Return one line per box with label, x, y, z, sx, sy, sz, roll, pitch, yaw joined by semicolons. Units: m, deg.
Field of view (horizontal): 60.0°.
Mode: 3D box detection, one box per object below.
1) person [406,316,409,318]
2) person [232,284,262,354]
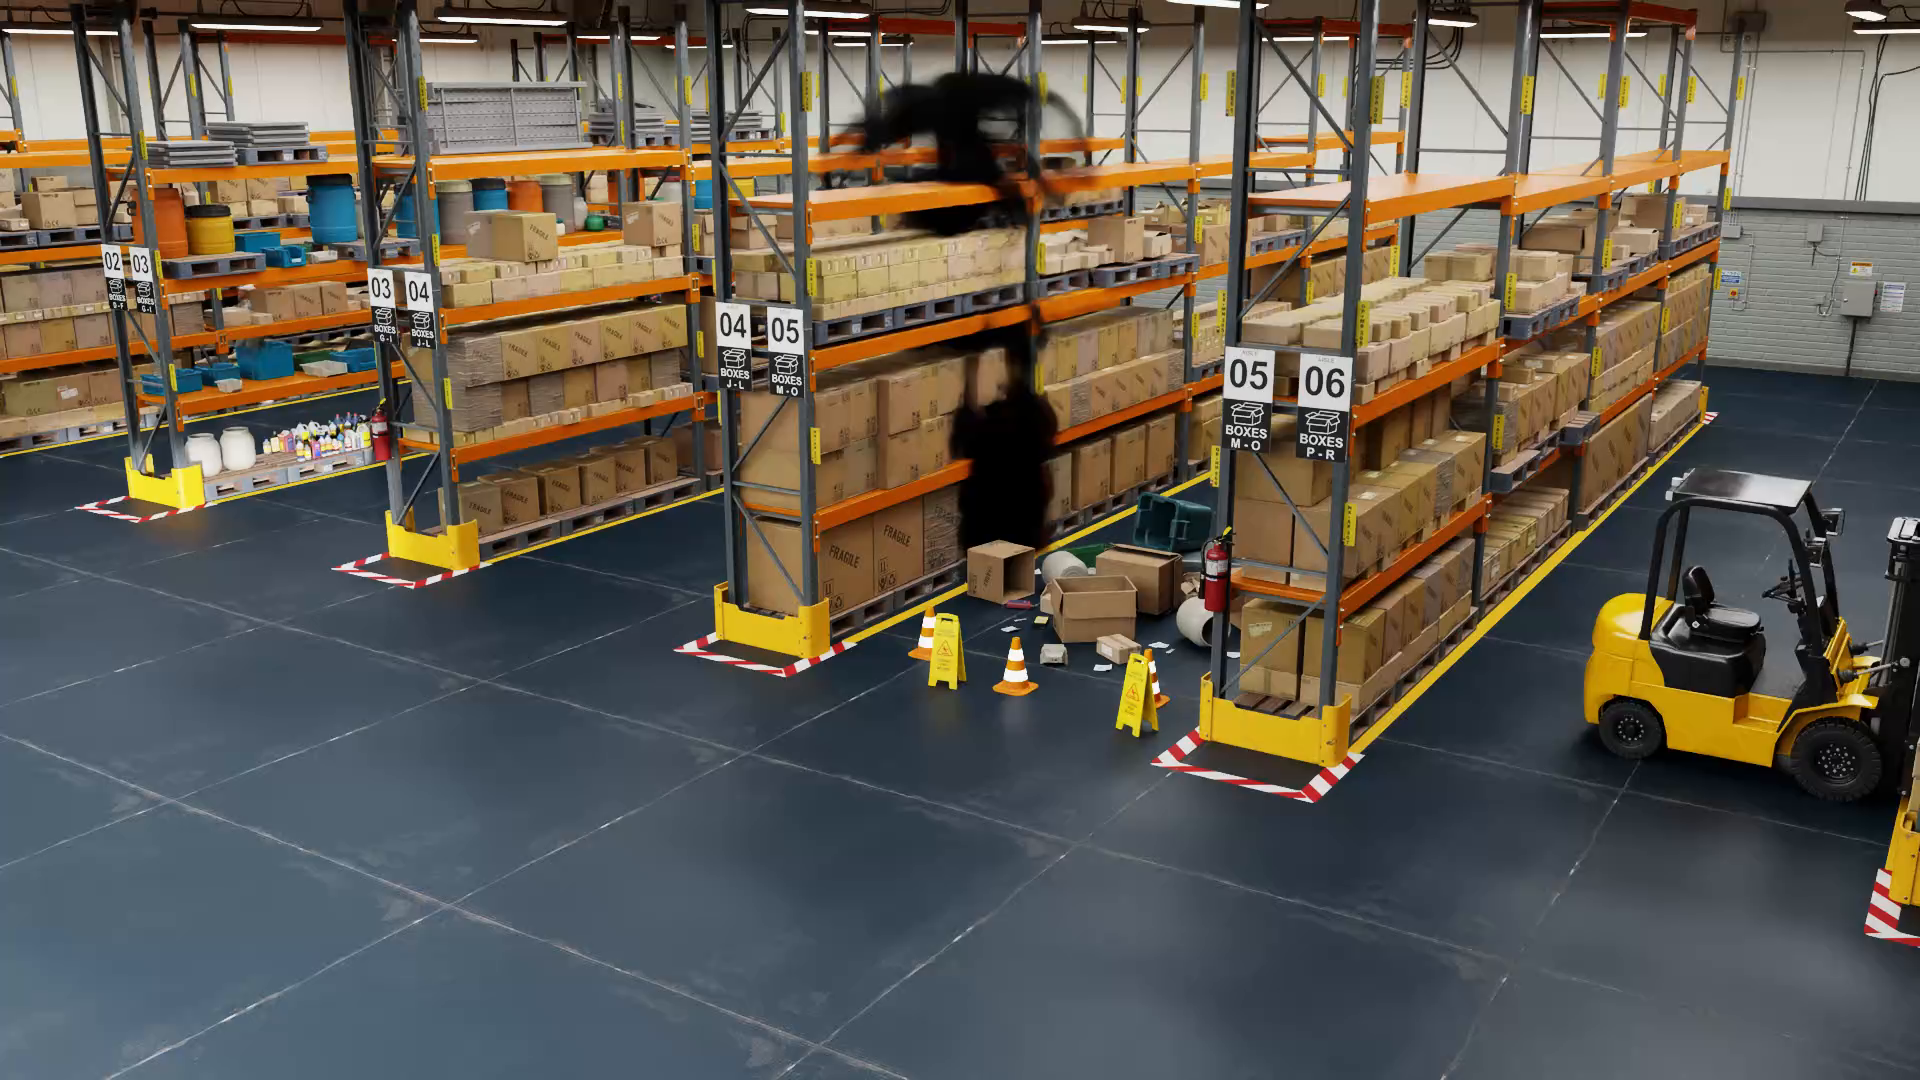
person;-10.790;-4.742;32.991;0.651;1.740;0.602;5;16;16
person;-12.356;-3.582;28.841;0.703;1.743;0.542;11;19;35
